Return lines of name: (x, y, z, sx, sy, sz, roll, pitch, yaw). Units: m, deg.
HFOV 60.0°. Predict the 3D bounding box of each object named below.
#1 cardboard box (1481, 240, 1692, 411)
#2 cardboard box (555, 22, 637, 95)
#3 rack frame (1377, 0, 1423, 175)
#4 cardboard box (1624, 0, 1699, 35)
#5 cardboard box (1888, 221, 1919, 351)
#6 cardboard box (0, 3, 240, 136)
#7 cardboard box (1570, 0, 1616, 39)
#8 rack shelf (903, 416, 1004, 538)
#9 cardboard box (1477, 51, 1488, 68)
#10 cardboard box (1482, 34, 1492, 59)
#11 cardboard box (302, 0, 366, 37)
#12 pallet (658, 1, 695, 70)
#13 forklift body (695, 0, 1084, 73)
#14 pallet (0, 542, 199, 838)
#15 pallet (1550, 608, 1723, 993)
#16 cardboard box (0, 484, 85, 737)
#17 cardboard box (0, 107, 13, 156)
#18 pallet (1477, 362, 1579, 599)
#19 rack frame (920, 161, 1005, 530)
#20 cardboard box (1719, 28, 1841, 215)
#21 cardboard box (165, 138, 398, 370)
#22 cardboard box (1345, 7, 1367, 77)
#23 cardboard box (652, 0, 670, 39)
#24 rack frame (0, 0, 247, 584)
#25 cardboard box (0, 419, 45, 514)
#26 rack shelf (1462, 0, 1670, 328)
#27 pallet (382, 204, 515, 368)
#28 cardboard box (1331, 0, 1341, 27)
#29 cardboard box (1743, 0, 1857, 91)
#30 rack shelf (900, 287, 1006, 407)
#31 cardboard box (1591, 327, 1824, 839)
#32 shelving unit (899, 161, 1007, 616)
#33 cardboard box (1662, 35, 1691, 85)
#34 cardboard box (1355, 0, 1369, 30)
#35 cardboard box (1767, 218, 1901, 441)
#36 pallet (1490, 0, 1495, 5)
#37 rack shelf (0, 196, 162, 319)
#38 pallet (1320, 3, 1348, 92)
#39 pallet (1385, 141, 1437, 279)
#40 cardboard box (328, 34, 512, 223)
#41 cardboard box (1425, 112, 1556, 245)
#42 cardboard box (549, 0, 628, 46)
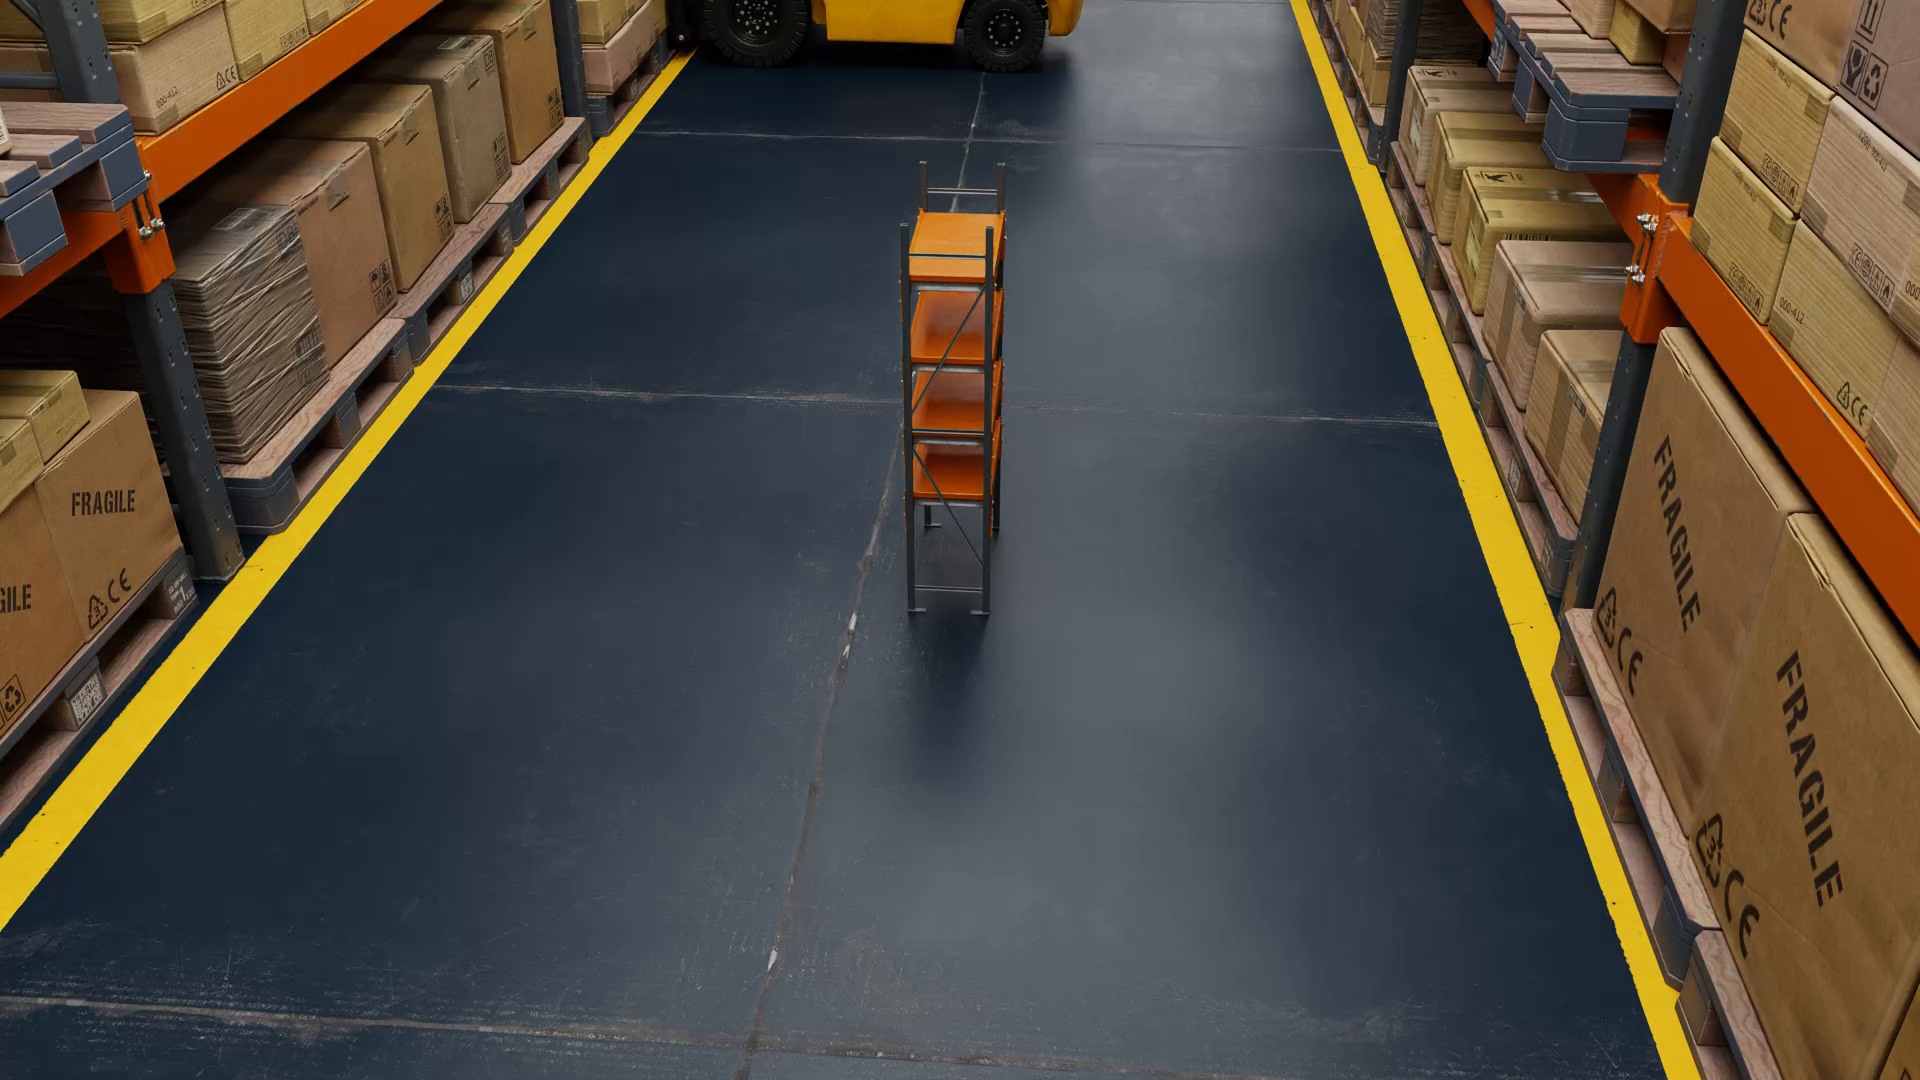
cardboard box: (2.348, -0.728, 5.677, 0.950, 0.372, 0.625, 2, 32, 3)
cardboard box: (-2.013, -2.535, 8.726, 0.500, 0.250, 0.500, 3, 32, 4)
rack frame: (2.565, -3.078, 7.386, 1.000, 3.000, 0.127, 2, 32, 4)
cardboard box: (2.000, -1.584, 4.183, 0.500, 0.500, 0.500, 2, 32, 3)
cardboard box: (1.856, -0.351, 2.627, 0.500, 0.250, 0.500, 2, 32, 4)
cardboard box: (-2.428, -1.355, 4.732, 0.500, 0.250, 0.500, 3, 32, 4)
cardboard box: (1.957, -1.517, 4.692, 0.380, 0.149, 0.250, 2, 32, 4)
rack shelf: (-0.013, -0.198, 4.934, 0.258, 0.148, 0.480, 2, 32, 4)
cardboard box: (2.882, -2.384, 8.479, 0.500, 0.250, 0.500, 1, 32, 2)
cardboard box: (2.882, -2.703, 8.282, 0.500, 0.500, 0.500, 4, 32, 6)
cardboard box: (-2.347, -1.887, 5.596, 0.500, 0.250, 0.500, 1, 32, 2)
pallet: (-2.179, -3.155, 10.168, 1.003, 0.211, 1.213, 2, 32, 4)
forklift body: (-0.393, -3.949, 9.608, 2.313, 2.155, 1.214, 2, 32, 4)
pallet: (-2.806, 0.379, 4.434, 1.003, 0.211, 1.213, 2, 32, 4)
pallet: (2.100, 0.609, 4.060, 1.003, 0.211, 1.213, 2, 32, 4)
cardboard box: (-2.579, 0.180, 4.081, 0.500, 0.500, 0.500, 2, 32, 3)
cardboard box: (-2.379, -0.909, 3.705, 0.380, 0.149, 0.250, 3, 32, 5)
pallet: (2.305, -0.208, 5.387, 1.003, 0.211, 1.213, 2, 32, 4)
rack frame: (0.006, -0.552, 5.002, 0.240, 1.200, 0.015, 2, 32, 4)
cardboard box: (1.952, -0.881, 3.487, 0.500, 0.250, 0.500, 2, 32, 4)
cardboard box: (-2.598, -1.032, 5.929, 0.875, 0.625, 0.625, 3, 32, 6)
cardboard box: (2.379, -2.686, 8.970, 0.500, 0.250, 0.500, 2, 32, 3)
cardboard box: (-1.961, -3.071, 9.595, 0.500, 0.250, 0.500, 3, 32, 5)
rack frame: (-2.708, -1.197, 4.333, 1.000, 3.000, 0.127, 2, 32, 4)
cardboard box: (-2.487, -0.174, 4.038, 0.380, 0.149, 0.250, 1, 32, 1)
rack shelf: (2.402, -1.726, 5.878, 1.077, 0.370, 4.000, 2, 32, 4)
pallet: (-2.500, -1.075, 6.793, 1.003, 0.211, 1.213, 2, 32, 4)
cardboard box: (2.469, -3.216, 9.830, 0.500, 0.250, 0.500, 5, 32, 7)
cardboard box: (1.956, -1.208, 3.302, 0.500, 0.500, 0.500, 1, 32, 2)
rack shelf: (-0.013, -0.557, 4.713, 0.258, 0.148, 0.480, 2, 32, 4)
cardboard box: (2.101, 0.097, 3.859, 0.875, 0.875, 0.875, 2, 32, 4)
shelving unit: (-0.013, -0.424, 4.795, 0.258, 1.200, 0.503, 2, 32, 4)
cardboard box: (2.032, -1.240, 4.242, 0.380, 0.149, 0.250, 4, 32, 6)
cardboard box: (2.386, -2.993, 8.753, 0.500, 0.500, 0.500, 3, 32, 5)
cardboard box: (1.925, -0.409, 3.197, 0.500, 0.250, 0.500, 2, 32, 3)
pallet: (2.360, -1.942, 5.725, 1.003, 0.211, 1.213, 2, 32, 4)
rack shelf: (-2.871, 0.155, 2.825, 1.077, 0.370, 4.000, 2, 32, 4)
pallet: (2.681, -2.884, 9.728, 1.003, 0.211, 1.213, 2, 32, 4)
pallet: (2.503, -1.484, 7.457, 1.003, 0.211, 1.213, 2, 32, 4)
cardboard box: (-2.484, -1.778, 7.138, 0.875, 0.625, 0.625, 2, 32, 3)
cardboard box: (2.470, -1.488, 6.910, 0.950, 0.372, 0.625, 4, 32, 7)
cardboard box: (-2.035, -2.749, 8.596, 0.500, 0.250, 0.500, 2, 32, 4)
